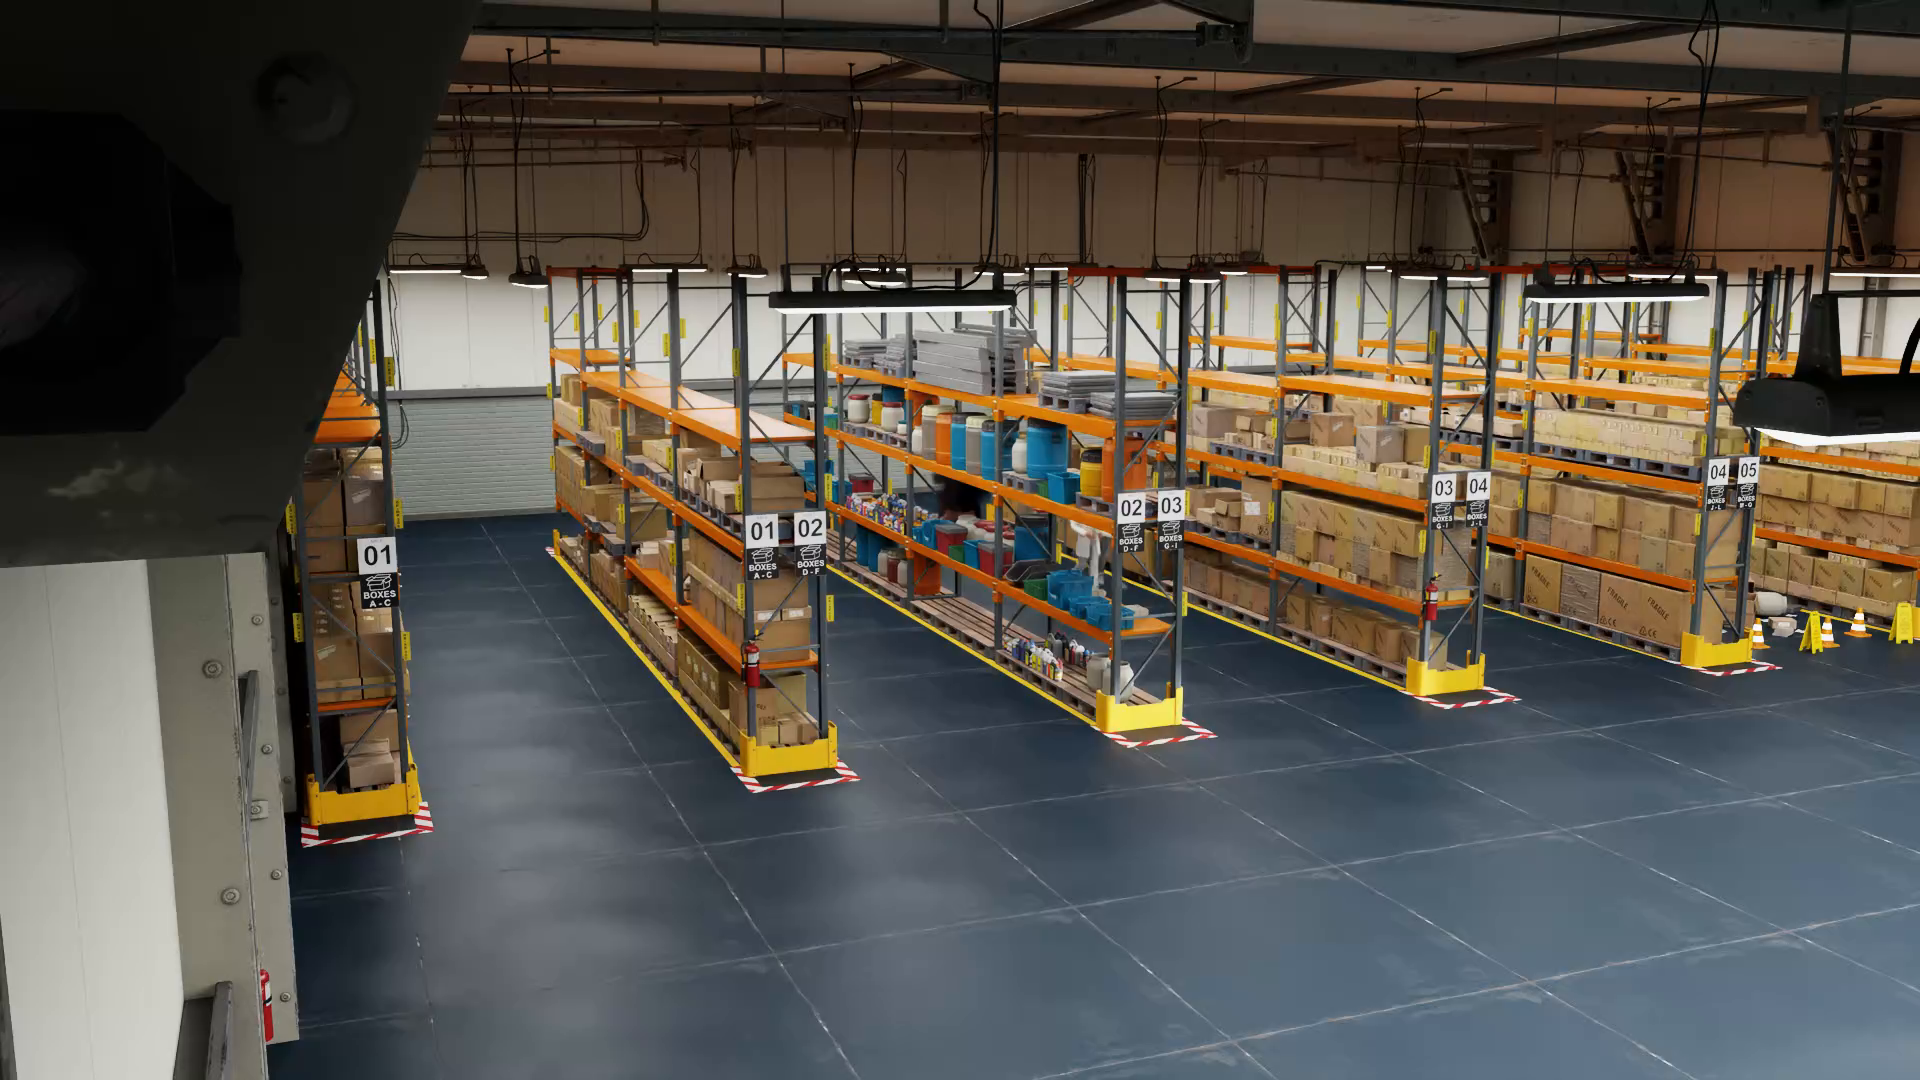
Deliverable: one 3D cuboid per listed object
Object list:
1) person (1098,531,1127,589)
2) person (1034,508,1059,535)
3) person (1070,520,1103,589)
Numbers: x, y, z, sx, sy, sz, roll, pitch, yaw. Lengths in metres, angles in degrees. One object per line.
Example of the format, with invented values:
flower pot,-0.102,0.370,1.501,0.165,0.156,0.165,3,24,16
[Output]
person,2.774,-0.052,30.125,0.676,1.822,0.808,-5,11,-25
person,1.715,-0.486,33.156,0.671,1.811,0.665,-4,11,-20
person,2.270,0.068,29.499,0.734,1.795,0.979,-7,12,-33
